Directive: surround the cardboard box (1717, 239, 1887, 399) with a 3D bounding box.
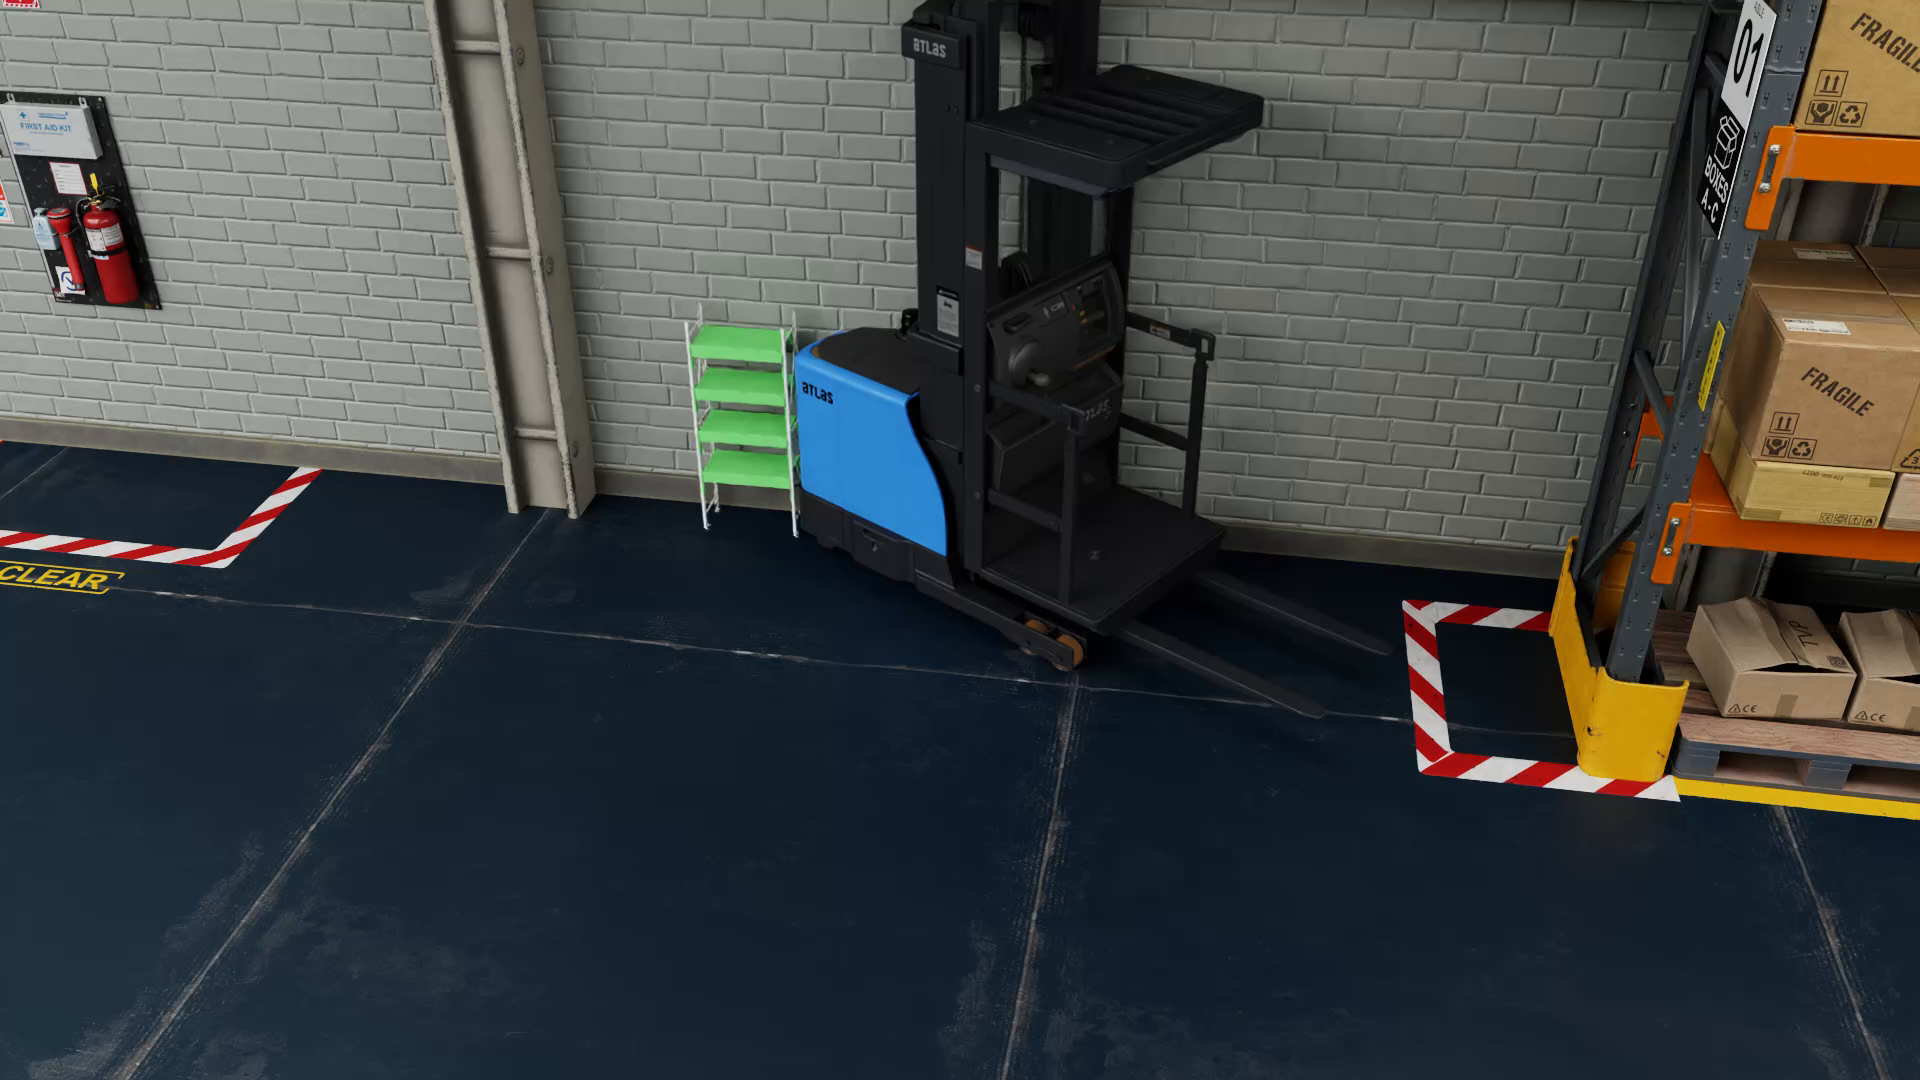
[{"bbox_3d":[3.359,-0.890,6.761,0.500,0.500,0.500,5,32,8],"label":"cardboard box"}]

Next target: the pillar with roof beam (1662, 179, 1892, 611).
[{"bbox_3d":[2.970,-1.240,2.249,0.400,9.000,9.100,5,32,8],"label":"pillar with roof beam"}]

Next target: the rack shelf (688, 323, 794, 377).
[{"bbox_3d":[-1.092,-0.957,8.363,0.480,0.148,0.258,5,32,8],"label":"rack shelf"}]

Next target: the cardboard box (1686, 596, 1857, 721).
[{"bbox_3d":[3.526,0.504,7.238,0.500,0.311,0.500,2,32,3],"label":"cardboard box"}]

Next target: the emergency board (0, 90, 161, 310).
[{"bbox_3d":[-4.650,-1.724,8.678,0.643,1.169,0.194,5,32,8],"label":"emergency board"}]

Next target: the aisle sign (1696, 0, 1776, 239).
[{"bbox_3d":[2.738,-1.510,5.885,0.004,0.787,0.394,5,32,8],"label":"aisle sign"}]

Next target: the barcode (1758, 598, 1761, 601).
[{"bbox_3d":[3.611,0.292,7.567,0.075,0.075,0.001,5,32,8],"label":"barcode"}]

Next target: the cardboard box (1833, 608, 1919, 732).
[{"bbox_3d":[4.088,0.555,7.156,0.500,0.311,0.500,8,33,12],"label":"cardboard box"}]

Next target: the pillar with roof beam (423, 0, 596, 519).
[{"bbox_3d":[-2.944,-1.775,3.105,0.400,9.000,9.100,5,32,8],"label":"pillar with roof beam"}]

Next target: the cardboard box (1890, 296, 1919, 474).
[{"bbox_3d":[3.764,-0.572,6.252,0.500,0.500,0.500,5,32,8],"label":"cardboard box"}]

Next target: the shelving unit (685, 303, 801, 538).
[{"bbox_3d":[-1.092,-0.604,8.584,0.503,1.200,0.258,5,32,8],"label":"shelving unit"}]

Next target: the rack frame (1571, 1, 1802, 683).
[{"bbox_3d":[2.859,-0.558,6.815,0.127,3.000,1.000,5,32,8],"label":"rack frame"}]

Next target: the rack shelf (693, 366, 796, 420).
[{"bbox_3d":[-1.092,-0.753,8.491,0.480,0.148,0.258,5,32,8],"label":"rack shelf"}]

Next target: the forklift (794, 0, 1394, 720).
[{"bbox_3d":[0.607,-0.947,7.500,3.031,2.935,1.130,25,40,34],"label":"forklift"}]

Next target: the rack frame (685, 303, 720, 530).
[{"bbox_3d":[-1.333,-0.625,8.617,0.015,1.200,0.240,5,32,8],"label":"rack frame"}]

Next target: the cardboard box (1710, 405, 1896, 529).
[{"bbox_3d":[3.287,-0.294,6.514,0.500,0.250,0.500,4,32,7],"label":"cardboard box"}]

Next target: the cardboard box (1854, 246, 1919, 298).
[{"bbox_3d":[3.854,-0.840,6.681,0.500,0.500,0.500,6,32,9],"label":"cardboard box"}]

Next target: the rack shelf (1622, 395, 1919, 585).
[{"bbox_3d":[4.830,-0.075,6.720,4.000,0.370,1.077,5,32,8],"label":"rack shelf"}]

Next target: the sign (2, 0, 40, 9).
[{"bbox_3d":[-4.641,-2.760,8.147,0.199,0.298,0.001,5,32,8],"label":"sign"}]

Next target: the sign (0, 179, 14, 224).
[{"bbox_3d":[-5.177,-1.843,8.833,0.234,0.329,0.001,5,32,8],"label":"sign"}]

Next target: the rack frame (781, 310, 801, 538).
[{"bbox_3d":[-0.851,-0.583,8.551,0.015,1.200,0.240,5,32,8],"label":"rack frame"}]

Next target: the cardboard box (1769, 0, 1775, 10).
[{"bbox_3d":[3.313,-1.976,6.139,0.500,0.500,0.500,7,33,12],"label":"cardboard box"}]

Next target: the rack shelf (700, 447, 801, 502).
[{"bbox_3d":[-1.092,-0.347,8.745,0.480,0.148,0.258,5,32,8],"label":"rack shelf"}]

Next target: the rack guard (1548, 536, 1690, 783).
[{"bbox_3d":[2.934,0.508,7.467,0.348,0.500,1.175,5,32,8],"label":"rack guard"}]

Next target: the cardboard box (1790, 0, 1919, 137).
[{"bbox_3d":[3.146,-1.720,5.731,0.500,0.500,0.500,6,33,9],"label":"cardboard box"}]

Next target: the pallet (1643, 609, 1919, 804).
[{"bbox_3d":[3.729,0.721,7.398,1.213,0.211,1.003,5,32,8],"label":"pallet"}]

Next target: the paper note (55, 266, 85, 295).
[{"bbox_3d":[-4.812,-1.403,8.994,0.142,0.148,0.016,5,32,8],"label":"paper note"}]

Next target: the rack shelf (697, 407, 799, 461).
[{"bbox_3d":[-1.092,-0.550,8.618,0.480,0.148,0.258,5,32,8],"label":"rack shelf"}]

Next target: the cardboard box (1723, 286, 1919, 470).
[{"bbox_3d":[3.279,-0.621,6.331,0.500,0.500,0.500,5,32,8],"label":"cardboard box"}]

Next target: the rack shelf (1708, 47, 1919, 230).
[{"bbox_3d":[4.830,-1.346,5.925,4.000,0.370,1.077,5,32,8],"label":"rack shelf"}]

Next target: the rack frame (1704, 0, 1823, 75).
[{"bbox_3d":[2.859,-3.101,5.223,0.127,3.000,1.000,5,32,8],"label":"rack frame"}]

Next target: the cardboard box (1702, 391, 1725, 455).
[{"bbox_3d":[3.352,-0.563,6.945,0.500,0.250,0.500,6,32,9],"label":"cardboard box"}]

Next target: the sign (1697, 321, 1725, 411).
[{"bbox_3d":[2.768,-0.641,6.132,0.005,0.325,0.100,5,32,8],"label":"sign"}]

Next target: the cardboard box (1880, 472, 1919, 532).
[{"bbox_3d":[3.801,-0.255,6.452,0.500,0.250,0.500,4,32,7],"label":"cardboard box"}]
